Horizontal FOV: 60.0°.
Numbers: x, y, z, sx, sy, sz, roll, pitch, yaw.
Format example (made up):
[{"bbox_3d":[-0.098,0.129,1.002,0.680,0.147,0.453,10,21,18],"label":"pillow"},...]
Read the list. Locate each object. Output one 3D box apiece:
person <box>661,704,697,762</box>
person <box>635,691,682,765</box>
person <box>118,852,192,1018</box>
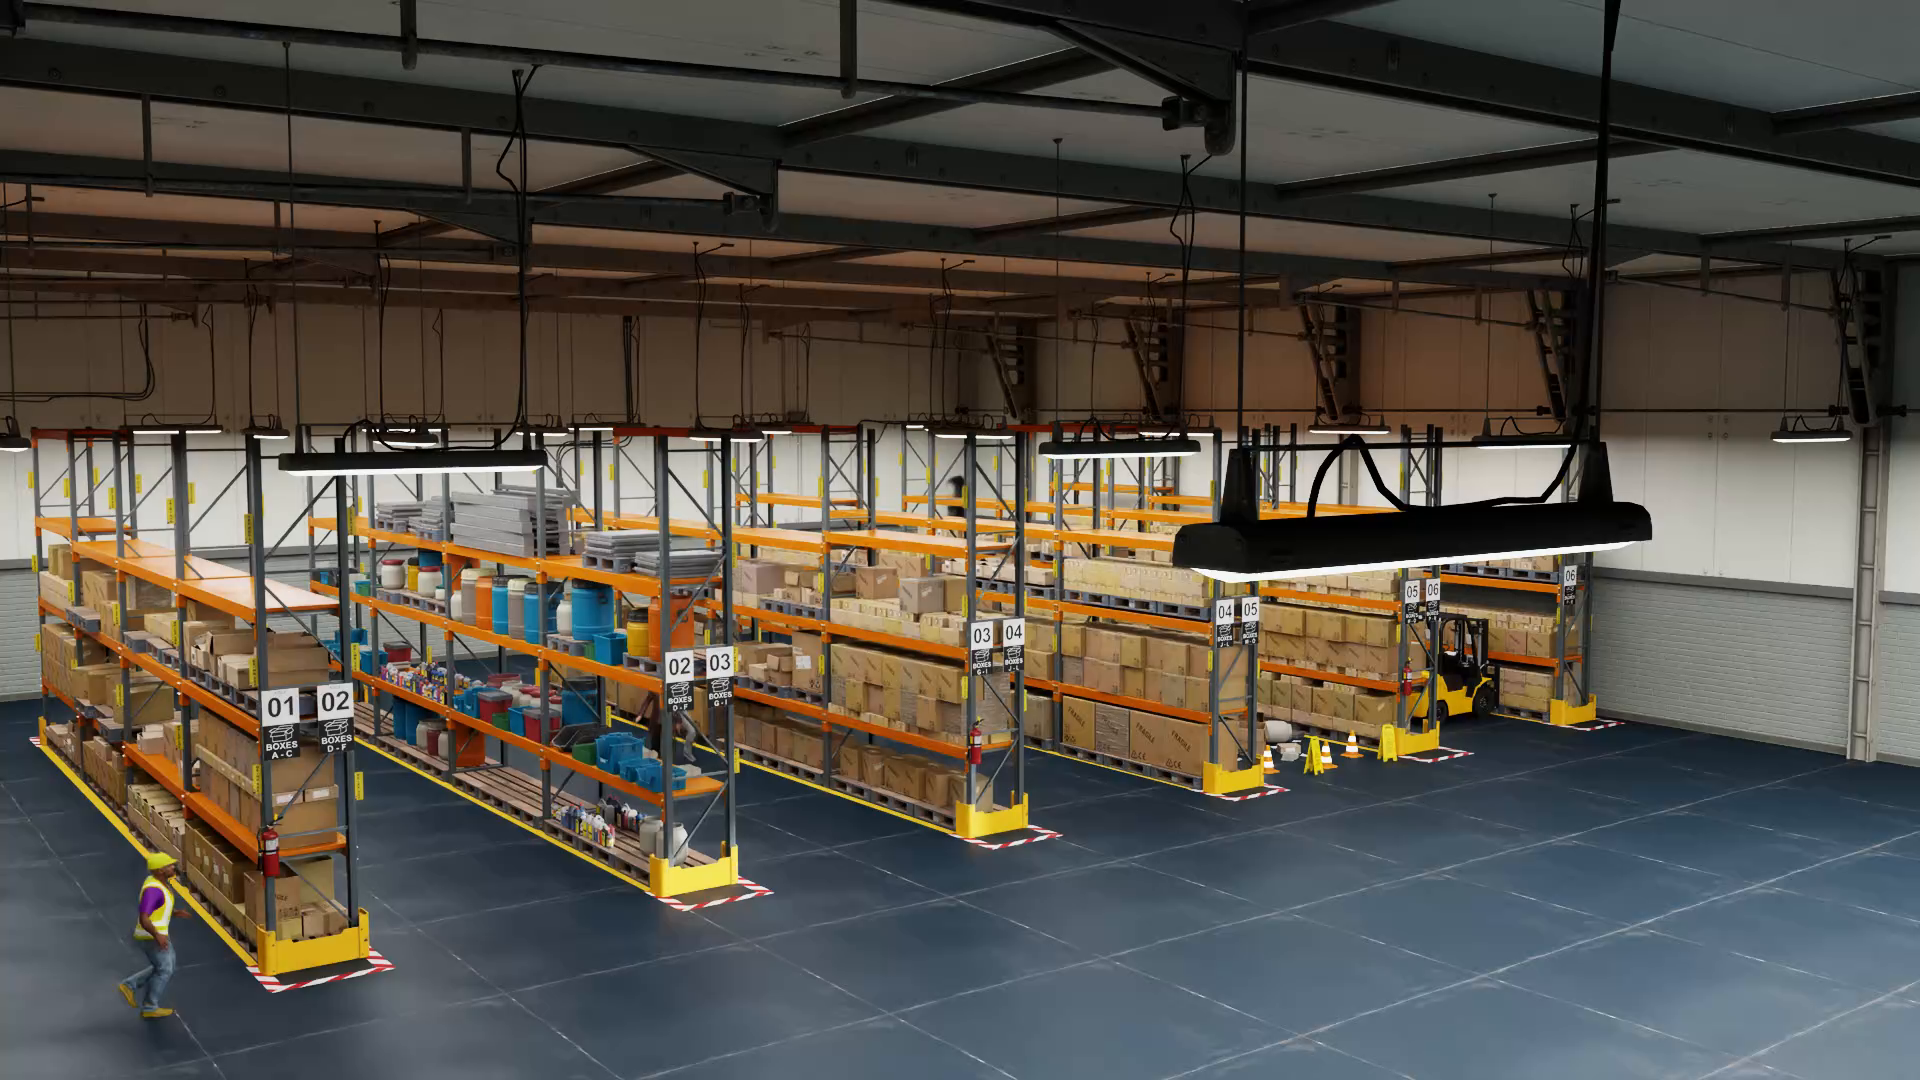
[{"bbox_3d":[-5.060,3.187,29.963,0.937,1.631,0.599,4,6,42],"label":"person"},{"bbox_3d":[-5.256,3.166,29.036,0.810,1.720,0.955,0,4,-3],"label":"person"},{"bbox_3d":[-8.421,4.121,17.358,0.716,1.727,0.689,-2,5,-21],"label":"person"}]
